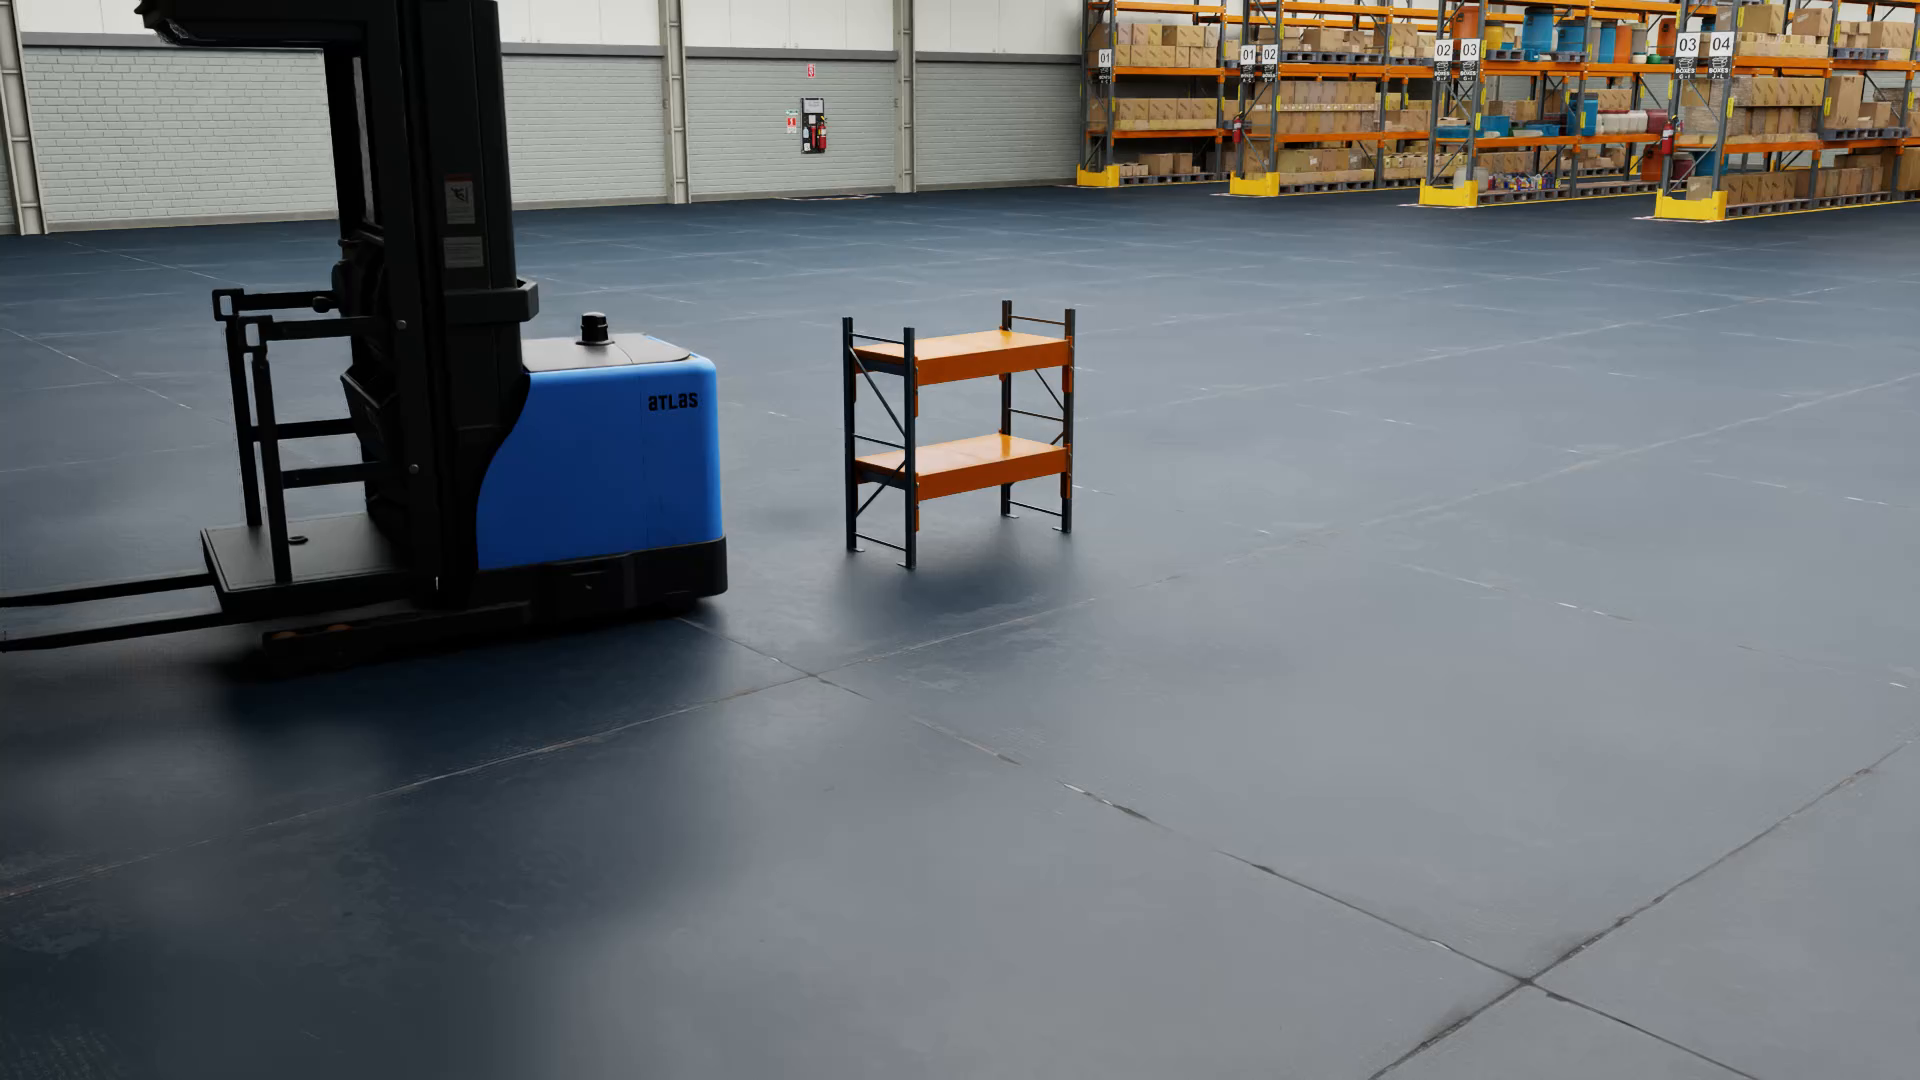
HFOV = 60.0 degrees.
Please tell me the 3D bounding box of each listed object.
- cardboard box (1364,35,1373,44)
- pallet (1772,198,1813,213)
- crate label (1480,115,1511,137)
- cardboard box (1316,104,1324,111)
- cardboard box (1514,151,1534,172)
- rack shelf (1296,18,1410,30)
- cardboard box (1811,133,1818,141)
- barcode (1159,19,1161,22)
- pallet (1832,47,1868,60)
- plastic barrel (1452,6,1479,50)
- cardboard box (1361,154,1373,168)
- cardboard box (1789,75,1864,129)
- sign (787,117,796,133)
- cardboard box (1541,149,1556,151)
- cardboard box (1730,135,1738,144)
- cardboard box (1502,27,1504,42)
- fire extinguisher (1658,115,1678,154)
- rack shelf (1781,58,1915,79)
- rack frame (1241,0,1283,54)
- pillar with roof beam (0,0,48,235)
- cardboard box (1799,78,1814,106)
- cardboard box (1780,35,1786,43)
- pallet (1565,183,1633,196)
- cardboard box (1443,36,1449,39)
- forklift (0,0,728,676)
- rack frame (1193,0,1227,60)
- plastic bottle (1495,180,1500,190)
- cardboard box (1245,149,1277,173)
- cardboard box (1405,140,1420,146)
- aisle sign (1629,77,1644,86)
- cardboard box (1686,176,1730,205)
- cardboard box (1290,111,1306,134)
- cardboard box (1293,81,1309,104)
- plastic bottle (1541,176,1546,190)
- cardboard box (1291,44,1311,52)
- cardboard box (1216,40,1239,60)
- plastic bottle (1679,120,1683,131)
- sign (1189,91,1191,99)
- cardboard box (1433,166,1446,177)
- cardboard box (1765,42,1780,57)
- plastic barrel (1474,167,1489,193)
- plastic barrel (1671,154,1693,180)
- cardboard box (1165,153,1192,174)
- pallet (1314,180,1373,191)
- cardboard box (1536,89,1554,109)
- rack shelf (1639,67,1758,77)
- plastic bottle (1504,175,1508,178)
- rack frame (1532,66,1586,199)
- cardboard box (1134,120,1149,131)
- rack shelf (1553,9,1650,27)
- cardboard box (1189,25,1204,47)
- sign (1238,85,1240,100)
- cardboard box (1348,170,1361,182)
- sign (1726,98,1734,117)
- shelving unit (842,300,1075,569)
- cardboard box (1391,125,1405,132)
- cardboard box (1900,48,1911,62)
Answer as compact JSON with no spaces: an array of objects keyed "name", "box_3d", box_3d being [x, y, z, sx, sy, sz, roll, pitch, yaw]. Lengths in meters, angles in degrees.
[{"name":"cardboard box","box_3d":[11.213,-14.009,46.571,0.500,0.250,0.500,-13,20,-41]},{"name":"pallet","box_3d":[15.606,-6.441,31.953,1.213,0.211,1.003,-13,19,-39]},{"name":"crate label","box_3d":[11.031,-8.577,34.477,0.616,0.435,0.502,-13,19,-39]},{"name":"cardboard box","box_3d":[7.979,-9.765,37.544,0.250,0.149,0.380,-13,20,-40]},{"name":"cardboard box","box_3d":[14.683,-9.891,43.459,0.500,0.500,0.500,-12,19,-39]},{"name":"rack shelf","box_3d":[10.861,-14.175,46.050,4.000,0.370,1.077,-13,19,-39]},{"name":"cardboard box","box_3d":[16.120,-7.693,31.726,0.250,0.149,0.380,-13,19,-39]},{"name":"barcode","box_3d":[5.004,-13.017,41.674,0.075,0.075,0.001,-13,19,-39]},{"name":"pallet","box_3d":[16.625,-9.351,31.996,1.003,0.211,1.213,-13,19,-39]},{"name":"plastic barrel","box_3d":[10.103,-10.162,33.022,0.708,0.830,0.600,-13,19,-39]},{"name":"cardboard box","box_3d":[9.706,-9.107,39.961,0.500,0.311,0.500,-13,19,-39]},{"name":"cardboard box","box_3d":[16.780,-8.508,32.315,1.000,1.000,1.000,-12,19,-39]},{"name":"sign","box_3d":[-3.623,-8.927,35.788,0.234,0.329,0.001,-13,19,-39]},{"name":"cardboard box","box_3d":[15.868,-10.349,45.174,0.500,0.500,0.500,-13,19,-39]},{"name":"cardboard box","box_3d":[13.644,-7.150,29.692,0.250,0.149,0.380,-13,19,-39]},{"name":"cardboard box","box_3d":[13.325,-12.655,41.870,0.500,0.500,0.500,-13,19,-39]},{"name":"fire extinguisher","box_3d":[12.683,-7.264,29.781,0.183,0.674,0.296,-13,19,-39]},{"name":"rack shelf","box_3d":[17.598,-9.349,33.019,4.000,0.370,1.077,-13,19,-39]},{"name":"rack frame","box_3d":[6.571,-12.058,35.956,0.127,3.000,1.000,-13,19,-39]},{"name":"pillar with roof beam","box_3d":[-12.002,-8.405,22.280,0.400,9.000,9.100,-13,19,-39]},{"name":"cardboard box","box_3d":[15.554,-8.369,31.060,0.500,0.500,0.500,-13,19,-39]},{"name":"cardboard box","box_3d":[14.781,-9.114,30.262,0.250,0.149,0.380,-14,20,-41]},{"name":"pallet","box_3d":[14.325,-7.874,37.318,1.213,0.211,1.003,-13,19,-39]},{"name":"cardboard box","box_3d":[13.844,-14.386,48.312,0.500,0.500,0.500,-12,19,-39]},{"name":"forklift","box_3d":[-2.547,-1.055,6.521,3.031,2.935,1.130,-8,17,-27]},{"name":"rack frame","box_3d":[6.334,-13.700,42.101,0.127,3.000,1.000,-13,19,-39]},{"name":"plastic bottle","box_3d":[11.327,-7.492,35.055,0.097,0.201,0.097,0,15,0]},{"name":"cardboard box","box_3d":[6.781,-8.545,37.491,0.500,0.500,0.500,-13,19,-39]},{"name":"cardboard box","box_3d":[13.356,-11.720,49.089,0.250,0.149,0.380,-13,20,-41]},{"name":"aisle sign","box_3d":[18.894,-13.078,46.362,0.004,0.787,0.394,-13,19,-39]},{"name":"cardboard box","box_3d":[13.554,-6.329,30.160,0.500,0.500,0.500,-9,17,-29]},{"name":"cardboard box","box_3d":[7.325,-9.375,37.340,0.500,0.500,0.700,-12,19,-38]},{"name":"cardboard box","box_3d":[7.365,-10.011,37.208,0.500,0.500,0.700,-13,20,-41]},{"name":"plastic bottle","box_3d":[12.301,-7.539,35.074,0.133,0.283,0.061,-11,19,-36]},{"name":"cardboard box","box_3d":[7.575,-10.923,36.921,0.250,0.149,0.380,-13,19,-39]},{"name":"cardboard box","box_3d":[6.799,-12.579,42.709,0.500,0.500,0.500,-9,18,-32]},{"name":"plastic bottle","box_3d":[16.672,-9.551,38.420,0.133,0.283,0.061,-13,19,-39]},{"name":"sign","box_3d":[5.967,-11.468,43.128,0.005,0.325,0.100,-13,19,-39]},{"name":"cardboard box","box_3d":[11.602,-9.080,40.947,0.500,0.250,0.500,-12,19,-38]},{"name":"cardboard box","box_3d":[14.366,-8.811,29.900,0.500,0.250,0.500,-13,20,-40]},{"name":"plastic barrel","box_3d":[10.645,-7.407,34.175,0.421,0.512,0.421,0,15,0]},{"name":"plastic barrel","box_3d":[17.065,-8.866,39.487,0.708,0.588,0.600,-13,19,-39]},{"name":"cardboard box","box_3d":[5.578,-9.623,42.453,0.500,0.500,0.500,14,21,43]},{"name":"pallet","box_3d":[8.962,-8.364,39.153,1.213,0.211,1.003,-13,19,-39]},{"name":"cardboard box","box_3d":[15.836,-11.860,44.708,0.500,0.500,0.500,-13,19,-39]},{"name":"rack shelf","box_3d":[17.364,-10.991,39.165,4.000,0.370,1.077,-13,19,-39]},{"name":"plastic bottle","box_3d":[11.662,-7.665,35.545,0.133,0.283,0.061,-12,19,-37]},{"name":"rack frame","box_3d":[12.838,-8.873,35.654,0.127,3.000,1.000,-13,19,-39]},{"name":"cardboard box","box_3d":[4.276,-10.173,40.773,0.500,0.250,0.500,-13,20,-41]},{"name":"rack shelf","box_3d":[17.133,-14.081,44.928,4.000,0.370,1.077,-13,19,-39]},{"name":"cardboard box","box_3d":[5.726,-12.558,41.471,0.500,0.500,0.500,-11,19,-36]},{"name":"sign","box_3d":[6.226,-9.942,36.954,0.005,0.325,0.100,-13,19,-39]},{"name":"cardboard box","box_3d":[8.999,-8.508,38.804,0.500,0.250,0.500,-13,19,-39]},{"name":"sign","box_3d":[13.428,-7.543,29.001,0.005,0.325,0.100,-13,19,-39]},{"name":"shelving unit","box_3d":[0.005,-0.545,8.109,1.048,1.125,0.538,-13,19,-39]},{"name":"cardboard box","box_3d":[10.392,-9.827,39.712,0.250,0.149,0.380,-13,19,-39]},{"name":"cardboard box","box_3d":[18.909,-9.834,33.733,0.500,0.250,0.500,-13,19,-39]}]
